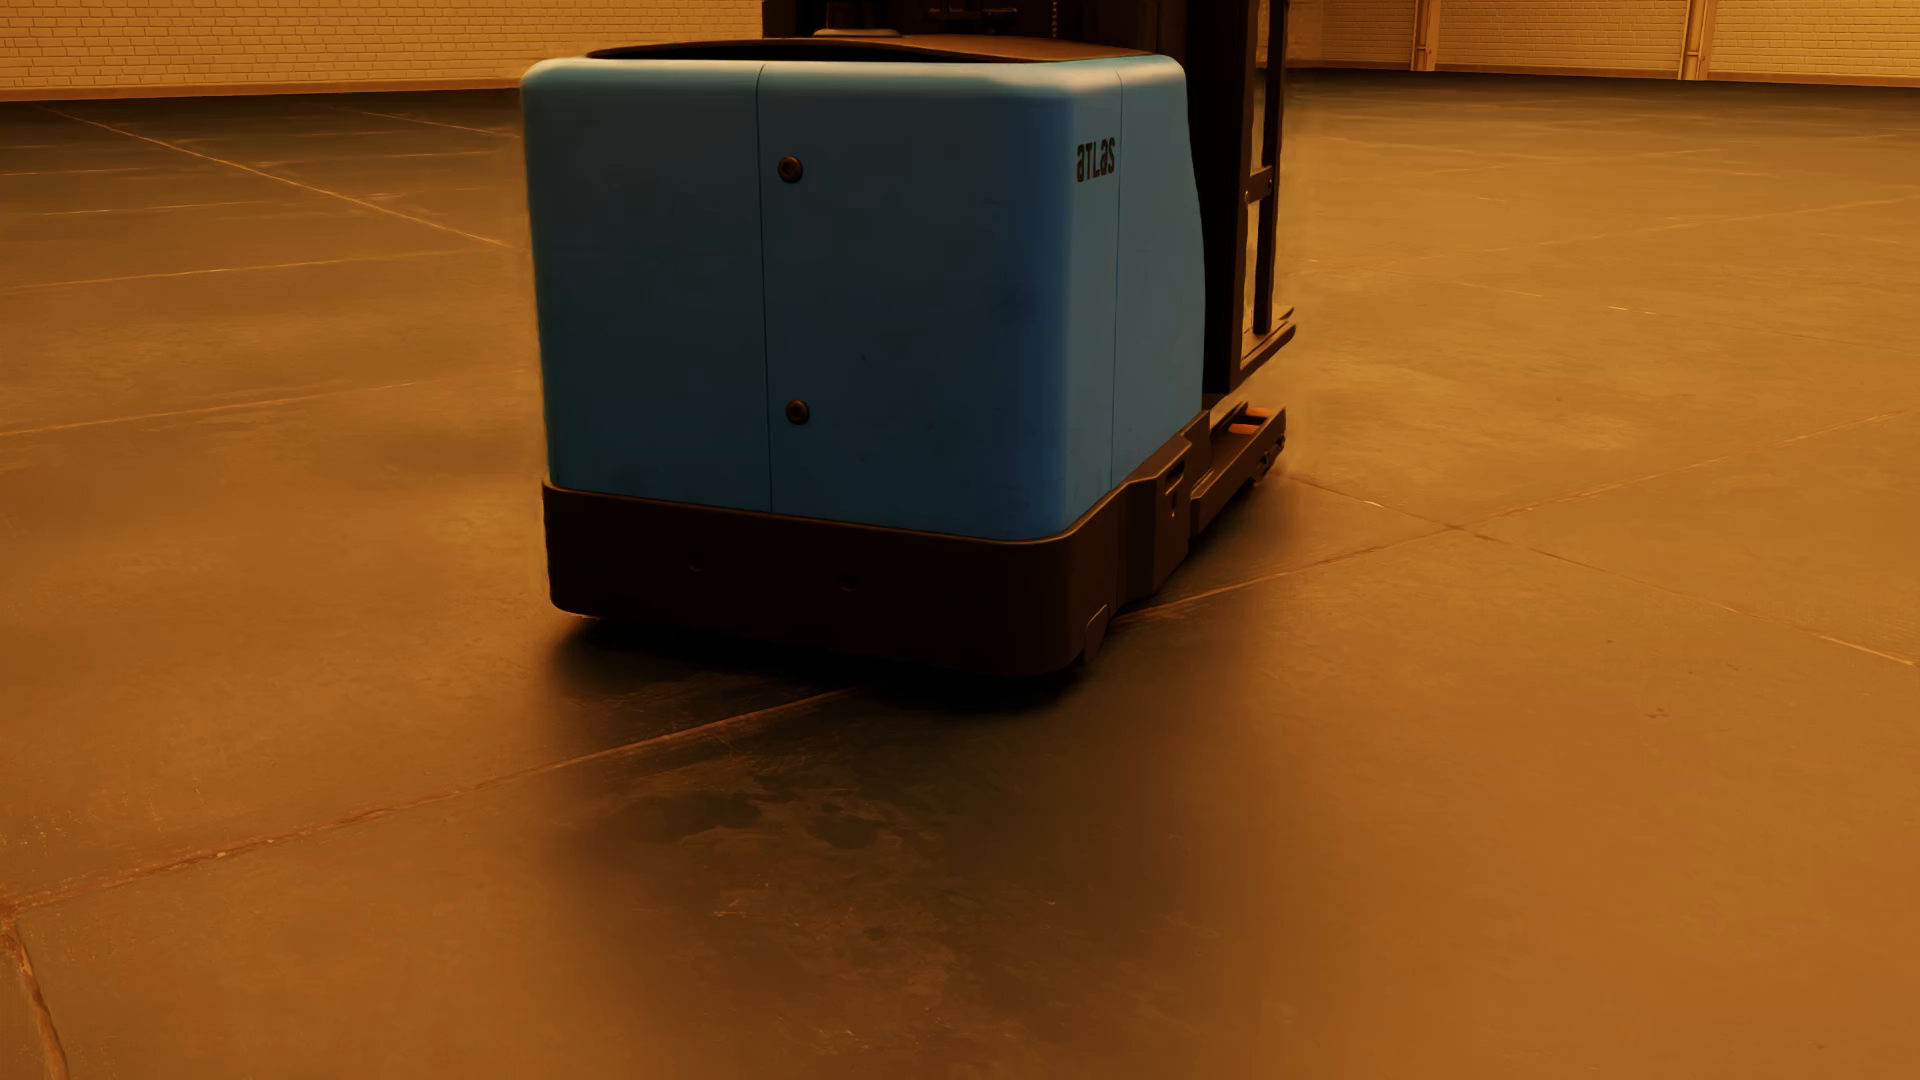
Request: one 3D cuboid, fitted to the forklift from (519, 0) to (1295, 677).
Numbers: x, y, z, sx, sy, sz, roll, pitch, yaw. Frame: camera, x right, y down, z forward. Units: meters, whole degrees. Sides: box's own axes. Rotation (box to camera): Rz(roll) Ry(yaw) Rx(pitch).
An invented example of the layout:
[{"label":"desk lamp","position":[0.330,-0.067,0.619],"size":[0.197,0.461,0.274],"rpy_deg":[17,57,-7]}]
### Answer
[{"label":"forklift","position":[0.223,-1.569,3.902],"size":[1.130,2.935,3.031],"rpy_deg":[7,19,21]}]
